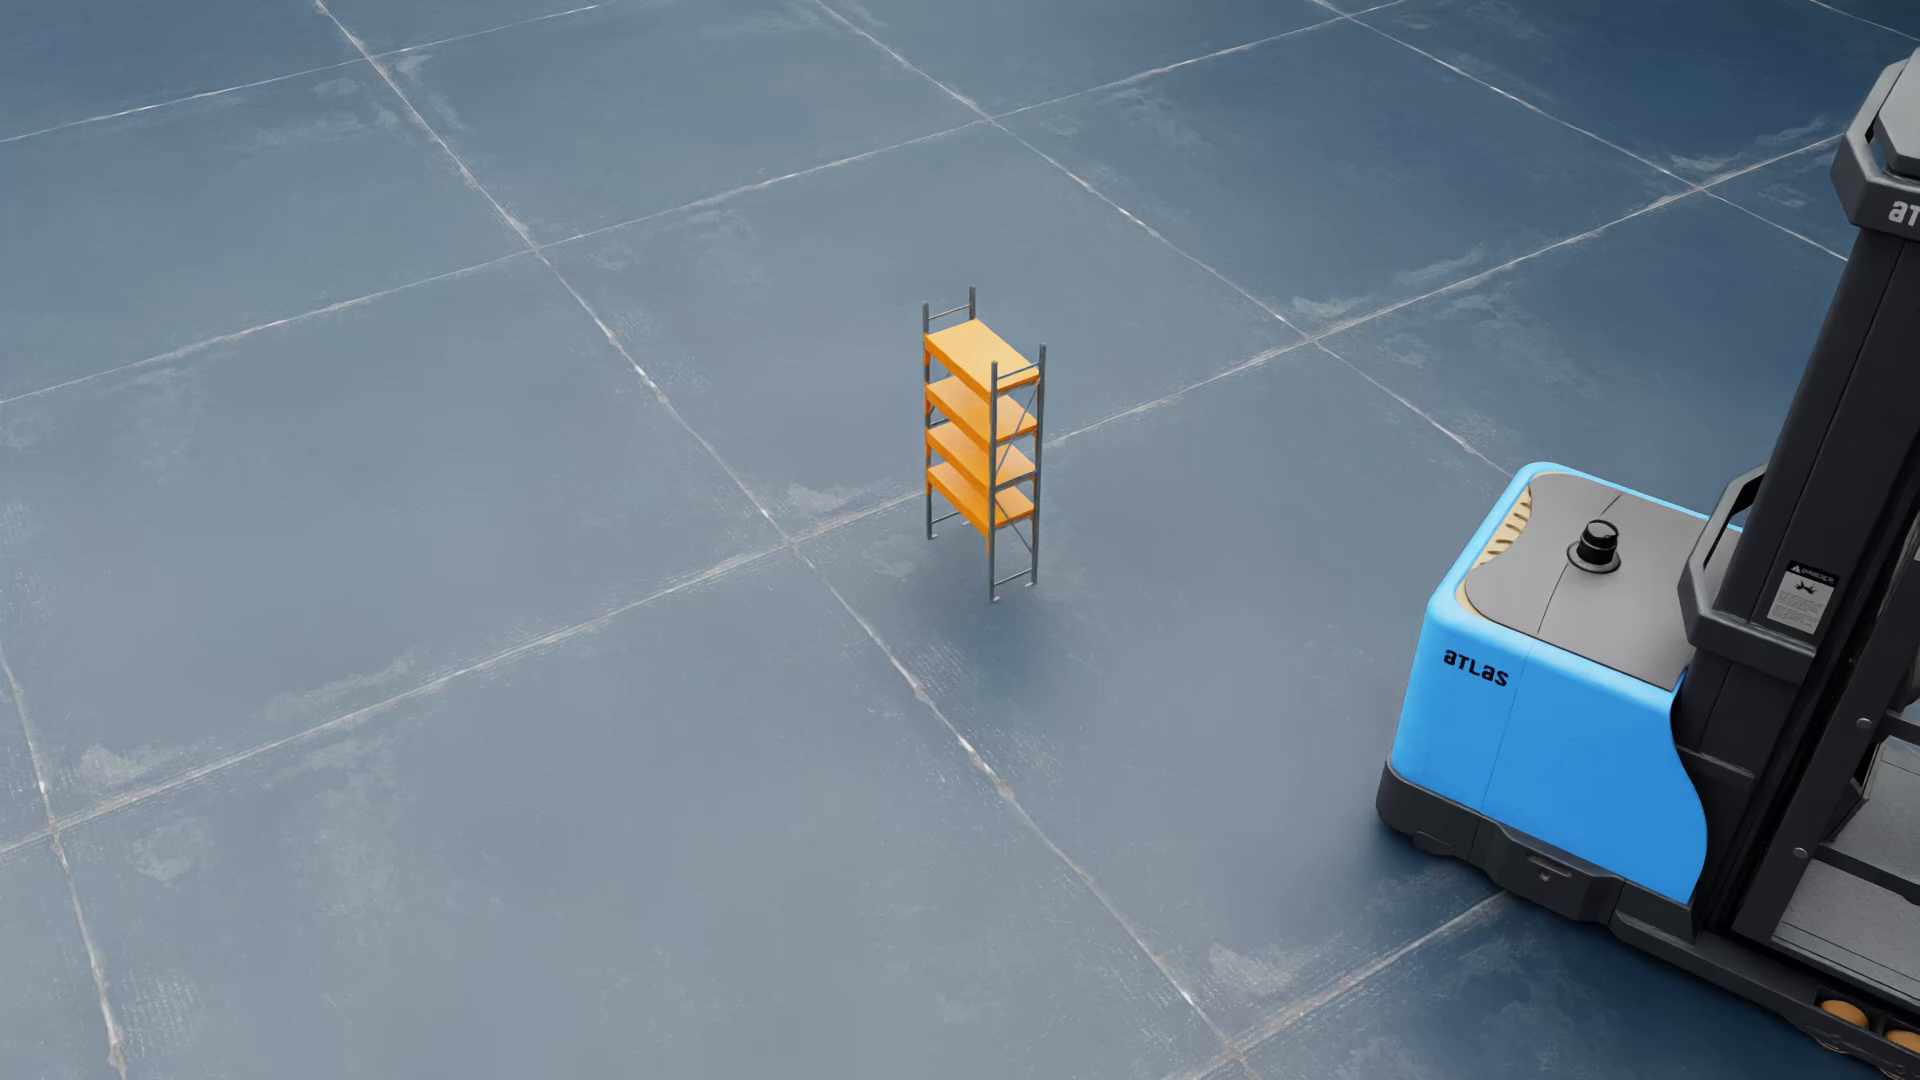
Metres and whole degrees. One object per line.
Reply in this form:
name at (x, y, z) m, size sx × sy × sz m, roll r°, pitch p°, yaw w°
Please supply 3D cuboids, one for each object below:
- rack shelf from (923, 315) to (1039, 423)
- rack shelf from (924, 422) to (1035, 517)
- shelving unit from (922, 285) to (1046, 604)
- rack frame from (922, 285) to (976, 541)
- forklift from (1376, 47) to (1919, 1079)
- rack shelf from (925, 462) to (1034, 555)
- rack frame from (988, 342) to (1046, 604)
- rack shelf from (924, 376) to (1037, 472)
rack shelf at (0.089, -0.673, 6.507) m, size 0.258 × 0.148 × 0.480 m, roll -22°, pitch 45°, yaw -24°
rack shelf at (0.089, -0.320, 6.802) m, size 0.258 × 0.148 × 0.480 m, roll -22°, pitch 45°, yaw -24°
shelving unit at (0.089, -0.372, 6.759) m, size 0.258 × 1.200 × 0.503 m, roll -22°, pitch 45°, yaw -24°
rack frame at (-0.042, -0.503, 6.917) m, size 0.240 × 1.200 × 0.015 m, roll -22°, pitch 45°, yaw -24°
forklift at (3.001, 0.182, 4.742) m, size 3.031 × 2.935 × 1.130 m, roll 24°, pitch 45°, yaw 26°
rack shelf at (0.089, -0.167, 6.929) m, size 0.258 × 0.148 × 0.480 m, roll -22°, pitch 45°, yaw -24°
rack frame at (0.220, -0.240, 6.601) m, size 0.240 × 1.200 × 0.015 m, roll -22°, pitch 45°, yaw -24°
rack shelf at (0.089, -0.492, 6.659) m, size 0.258 × 0.148 × 0.480 m, roll -22°, pitch 45°, yaw -24°
